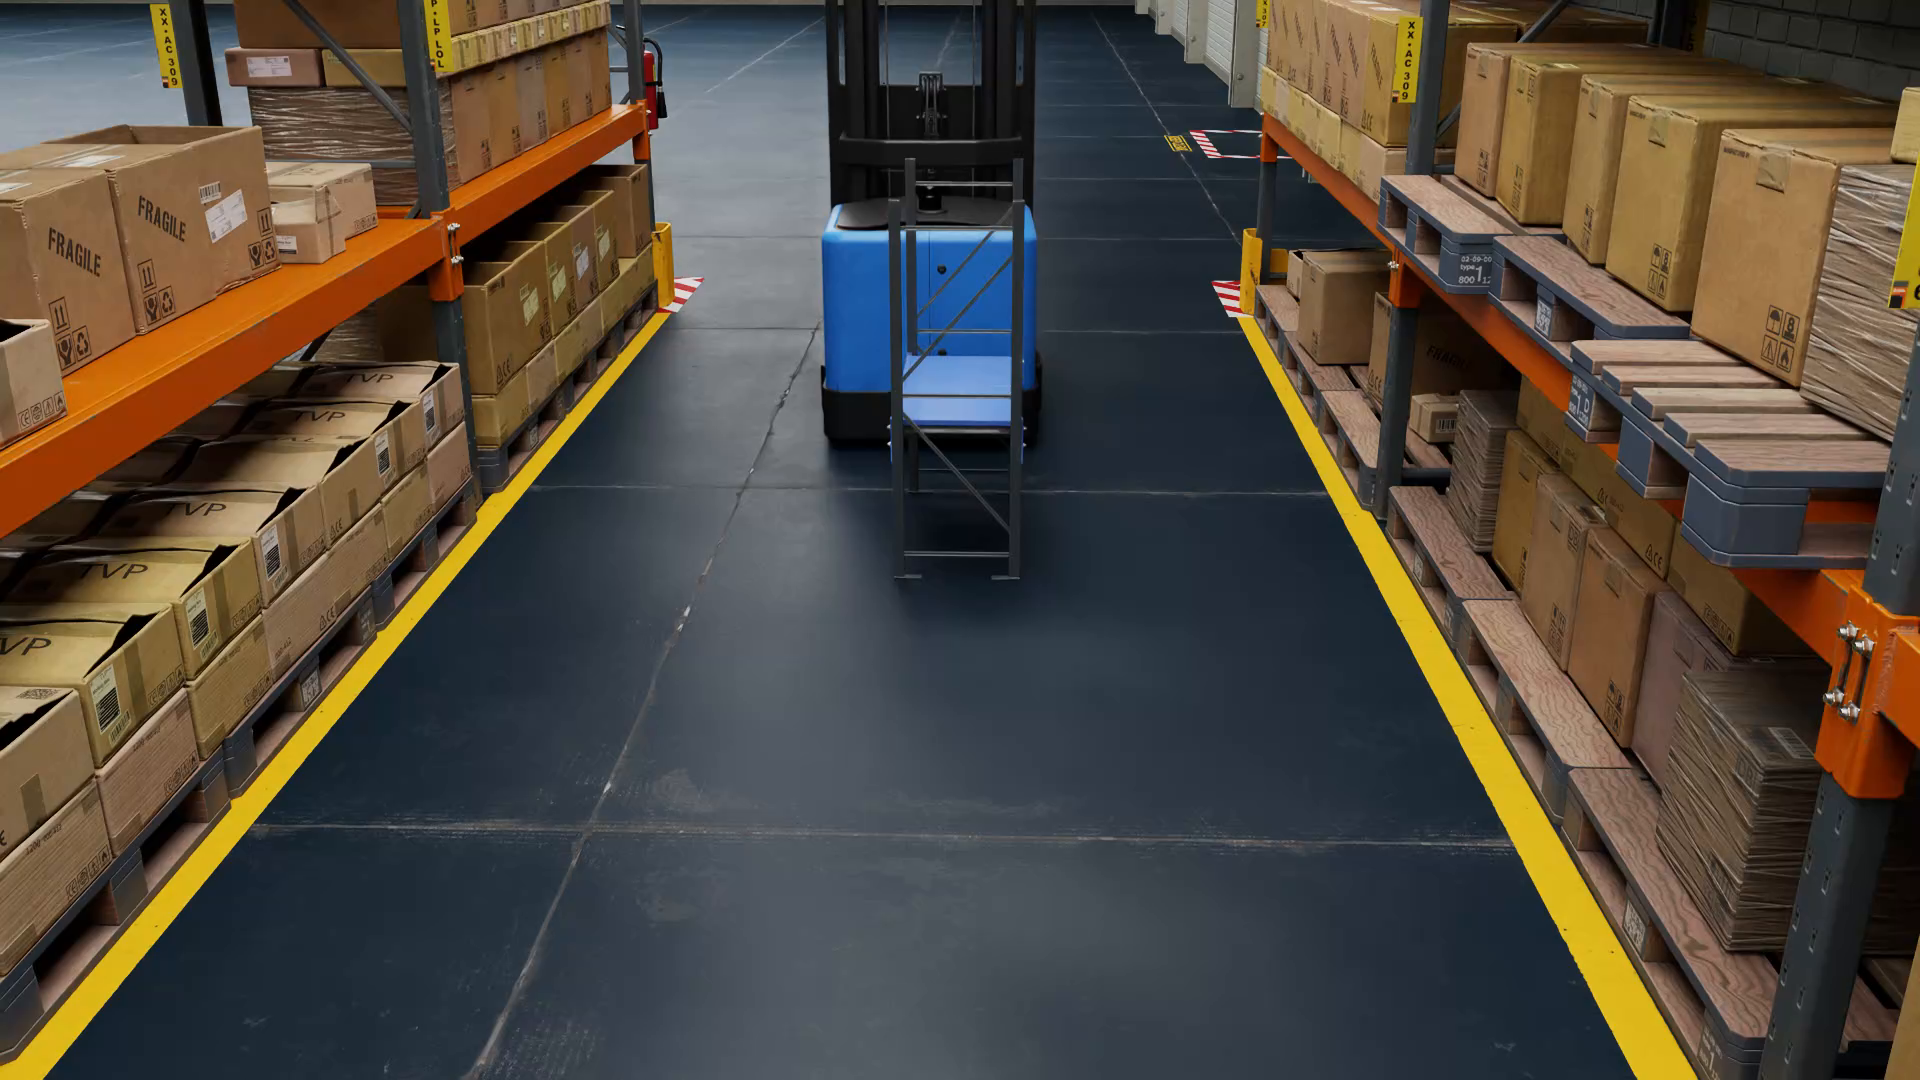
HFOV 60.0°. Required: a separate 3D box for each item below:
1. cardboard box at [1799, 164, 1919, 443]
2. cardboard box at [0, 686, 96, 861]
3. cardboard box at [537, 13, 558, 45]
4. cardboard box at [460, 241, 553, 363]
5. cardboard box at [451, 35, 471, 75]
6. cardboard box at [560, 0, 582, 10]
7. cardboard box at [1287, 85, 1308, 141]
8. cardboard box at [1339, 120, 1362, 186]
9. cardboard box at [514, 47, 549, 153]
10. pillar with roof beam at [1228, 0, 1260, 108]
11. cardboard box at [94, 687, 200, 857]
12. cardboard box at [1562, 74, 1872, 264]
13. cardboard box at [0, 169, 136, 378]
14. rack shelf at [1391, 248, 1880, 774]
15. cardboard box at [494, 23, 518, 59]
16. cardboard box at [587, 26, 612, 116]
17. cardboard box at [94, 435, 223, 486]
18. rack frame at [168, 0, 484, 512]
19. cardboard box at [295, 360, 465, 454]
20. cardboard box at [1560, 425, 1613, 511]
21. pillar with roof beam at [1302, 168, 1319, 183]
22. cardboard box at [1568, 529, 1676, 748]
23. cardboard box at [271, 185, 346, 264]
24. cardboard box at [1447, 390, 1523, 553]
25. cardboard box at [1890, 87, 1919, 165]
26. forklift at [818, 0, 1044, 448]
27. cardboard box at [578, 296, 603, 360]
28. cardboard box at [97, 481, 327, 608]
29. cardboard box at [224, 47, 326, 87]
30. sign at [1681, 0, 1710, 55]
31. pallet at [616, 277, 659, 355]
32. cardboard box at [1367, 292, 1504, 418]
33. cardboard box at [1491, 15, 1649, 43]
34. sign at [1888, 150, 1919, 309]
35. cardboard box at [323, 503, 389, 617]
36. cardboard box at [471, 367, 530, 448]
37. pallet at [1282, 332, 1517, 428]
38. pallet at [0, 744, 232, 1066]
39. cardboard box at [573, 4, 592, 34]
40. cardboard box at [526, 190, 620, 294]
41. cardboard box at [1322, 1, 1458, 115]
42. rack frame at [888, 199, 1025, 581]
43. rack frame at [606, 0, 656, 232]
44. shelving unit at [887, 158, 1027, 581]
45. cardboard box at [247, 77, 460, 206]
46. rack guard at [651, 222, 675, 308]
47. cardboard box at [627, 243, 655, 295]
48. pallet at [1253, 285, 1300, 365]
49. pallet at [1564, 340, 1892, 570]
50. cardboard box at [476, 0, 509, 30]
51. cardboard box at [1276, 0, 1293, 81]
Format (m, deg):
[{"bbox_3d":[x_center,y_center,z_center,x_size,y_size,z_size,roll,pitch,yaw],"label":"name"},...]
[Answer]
[{"bbox_3d":[2.199,-0.467,3.340,0.700,0.500,0.500,-2,21,-5],"label":"cardboard box"},{"bbox_3d":[-2.448,0.540,3.936,0.500,0.311,0.500,1,21,3],"label":"cardboard box"},{"bbox_3d":[-2.373,-2.732,8.887,0.380,0.149,0.250,1,21,3],"label":"cardboard box"},{"bbox_3d":[-2.301,-1.153,8.039,0.500,0.500,0.500,1,21,2],"label":"cardboard box"},{"bbox_3d":[-2.420,-2.173,7.447,0.380,0.149,0.250,0,21,0],"label":"cardboard box"},{"bbox_3d":[-2.553,-3.264,9.364,0.700,0.500,0.500,0,21,0],"label":"cardboard box"},{"bbox_3d":[2.082,-2.332,9.073,0.500,0.250,0.500,0,21,1],"label":"cardboard box"},{"bbox_3d":[2.051,-1.786,7.664,0.500,0.250,0.500,1,21,2],"label":"cardboard box"},{"bbox_3d":[-2.585,-2.309,8.695,0.700,0.500,0.500,1,21,3],"label":"cardboard box"},{"bbox_3d":[-0.657,-9.858,19.996,9.100,9.000,0.400,1,21,2],"label":"pillar with roof beam"},{"bbox_3d":[-2.433,0.620,4.506,0.500,0.250,0.500,0,21,0],"label":"cardboard box"},{"bbox_3d":[2.253,-1.119,5.020,0.700,0.500,0.500,4,21,9],"label":"cardboard box"},{"bbox_3d":[-2.723,-0.752,4.682,0.500,0.500,0.500,0,21,-1],"label":"cardboard box"},{"bbox_3d":[2.255,-0.433,4.993,1.077,0.370,4.000,1,21,2],"label":"rack shelf"},{"bbox_3d":[-2.399,-2.455,8.174,0.380,0.149,0.250,0,21,0],"label":"cardboard box"},{"bbox_3d":[-2.541,-2.869,10.138,0.700,0.500,0.500,1,21,2],"label":"cardboard box"},{"bbox_3d":[-2.932,-0.205,5.857,0.500,0.311,0.500,0,21,0],"label":"cardboard box"},{"bbox_3d":[-2.636,-1.545,6.863,1.000,3.000,0.127,1,21,2],"label":"rack frame"},{"bbox_3d":[-2.361,-0.570,6.798,0.500,0.311,0.500,1,21,2],"label":"cardboard box"},{"bbox_3d":[2.288,-0.267,5.382,0.500,0.250,0.500,0,21,0],"label":"cardboard box"},{"bbox_3d":[-0.840,-7.689,14.405,9.100,9.000,0.400,1,21,2],"label":"pillar with roof beam"},{"bbox_3d":[2.283,0.289,4.984,0.700,0.500,0.500,1,21,1],"label":"cardboard box"},{"bbox_3d":[-2.479,-1.162,6.063,0.396,0.266,0.258,0,21,0],"label":"cardboard box"},{"bbox_3d":[2.310,-0.265,6.413,0.700,0.500,0.500,1,21,3],"label":"cardboard box"},{"bbox_3d":[2.170,-0.841,3.407,0.380,0.149,0.250,-3,21,-7],"label":"cardboard box"},{"bbox_3d":[-0.150,-2.286,8.870,1.130,2.935,3.031,0,21,0],"label":"forklift"},{"bbox_3d":[-2.269,-1.165,9.106,0.500,0.250,0.500,1,21,2],"label":"cardboard box"},{"bbox_3d":[-2.407,-0.020,5.380,0.500,0.311,0.500,0,21,1],"label":"cardboard box"},{"bbox_3d":[-2.841,-1.994,6.987,0.380,0.149,0.250,1,21,2],"label":"cardboard box"},{"bbox_3d":[2.871,-2.027,6.505,0.100,0.325,0.005,1,21,2],"label":"sign"},{"bbox_3d":[-2.495,-1.414,10.381,1.003,0.211,1.213,1,21,2],"label":"pallet"},{"bbox_3d":[2.308,-0.907,8.067,0.500,0.500,0.500,-1,21,-2],"label":"cardboard box"},{"bbox_3d":[2.539,-1.948,7.046,0.500,0.500,0.500,0,21,0],"label":"cardboard box"},{"bbox_3d":[1.652,-0.551,2.810,0.100,0.325,0.005,1,21,2],"label":"sign"},{"bbox_3d":[-2.391,0.062,5.942,0.500,0.250,0.500,1,21,3],"label":"cardboard box"},{"bbox_3d":[-2.318,-0.623,7.708,0.500,0.250,0.500,1,21,2],"label":"cardboard box"},{"bbox_3d":[2.335,-0.877,8.997,1.003,0.211,1.213,1,21,2],"label":"pallet"},{"bbox_3d":[-2.693,0.904,4.406,1.003,0.211,1.213,1,21,2],"label":"pallet"},{"bbox_3d":[-2.349,-3.013,9.612,0.380,0.149,0.250,0,21,1],"label":"cardboard box"},{"bbox_3d":[-2.249,-1.696,9.436,0.500,0.500,0.500,1,21,2],"label":"cardboard box"},{"bbox_3d":[2.057,-2.317,7.998,0.500,0.500,0.500,0,21,0],"label":"cardboard box"},{"bbox_3d":[-0.013,-0.546,6.363,0.500,1.500,0.032,1,21,2],"label":"rack frame"},{"bbox_3d":[-2.514,-2.991,10.591,1.000,3.000,0.127,1,21,2],"label":"rack frame"},{"bbox_3d":[0.003,-0.730,6.837,0.538,1.500,1.048,1,21,2],"label":"shelving unit"},{"bbox_3d":[-2.628,-1.752,7.259,0.700,0.500,0.500,0,21,0],"label":"cardboard box"},{"bbox_3d":[-2.513,-1.834,11.065,1.175,0.500,0.348,1,21,2],"label":"rack guard"},{"bbox_3d":[-2.235,-1.708,10.504,0.500,0.250,0.500,1,21,2],"label":"cardboard box"},{"bbox_3d":[2.375,-1.317,10.131,1.003,0.211,1.213,1,21,2],"label":"pallet"},{"bbox_3d":[2.109,-0.215,3.701,1.213,0.211,1.003,1,21,2],"label":"pallet"},{"bbox_3d":[-2.598,-2.720,7.962,0.700,0.500,0.500,1,21,2],"label":"cardboard box"},{"bbox_3d":[2.098,-2.879,9.445,0.500,0.500,0.500,1,21,2],"label":"cardboard box"}]
